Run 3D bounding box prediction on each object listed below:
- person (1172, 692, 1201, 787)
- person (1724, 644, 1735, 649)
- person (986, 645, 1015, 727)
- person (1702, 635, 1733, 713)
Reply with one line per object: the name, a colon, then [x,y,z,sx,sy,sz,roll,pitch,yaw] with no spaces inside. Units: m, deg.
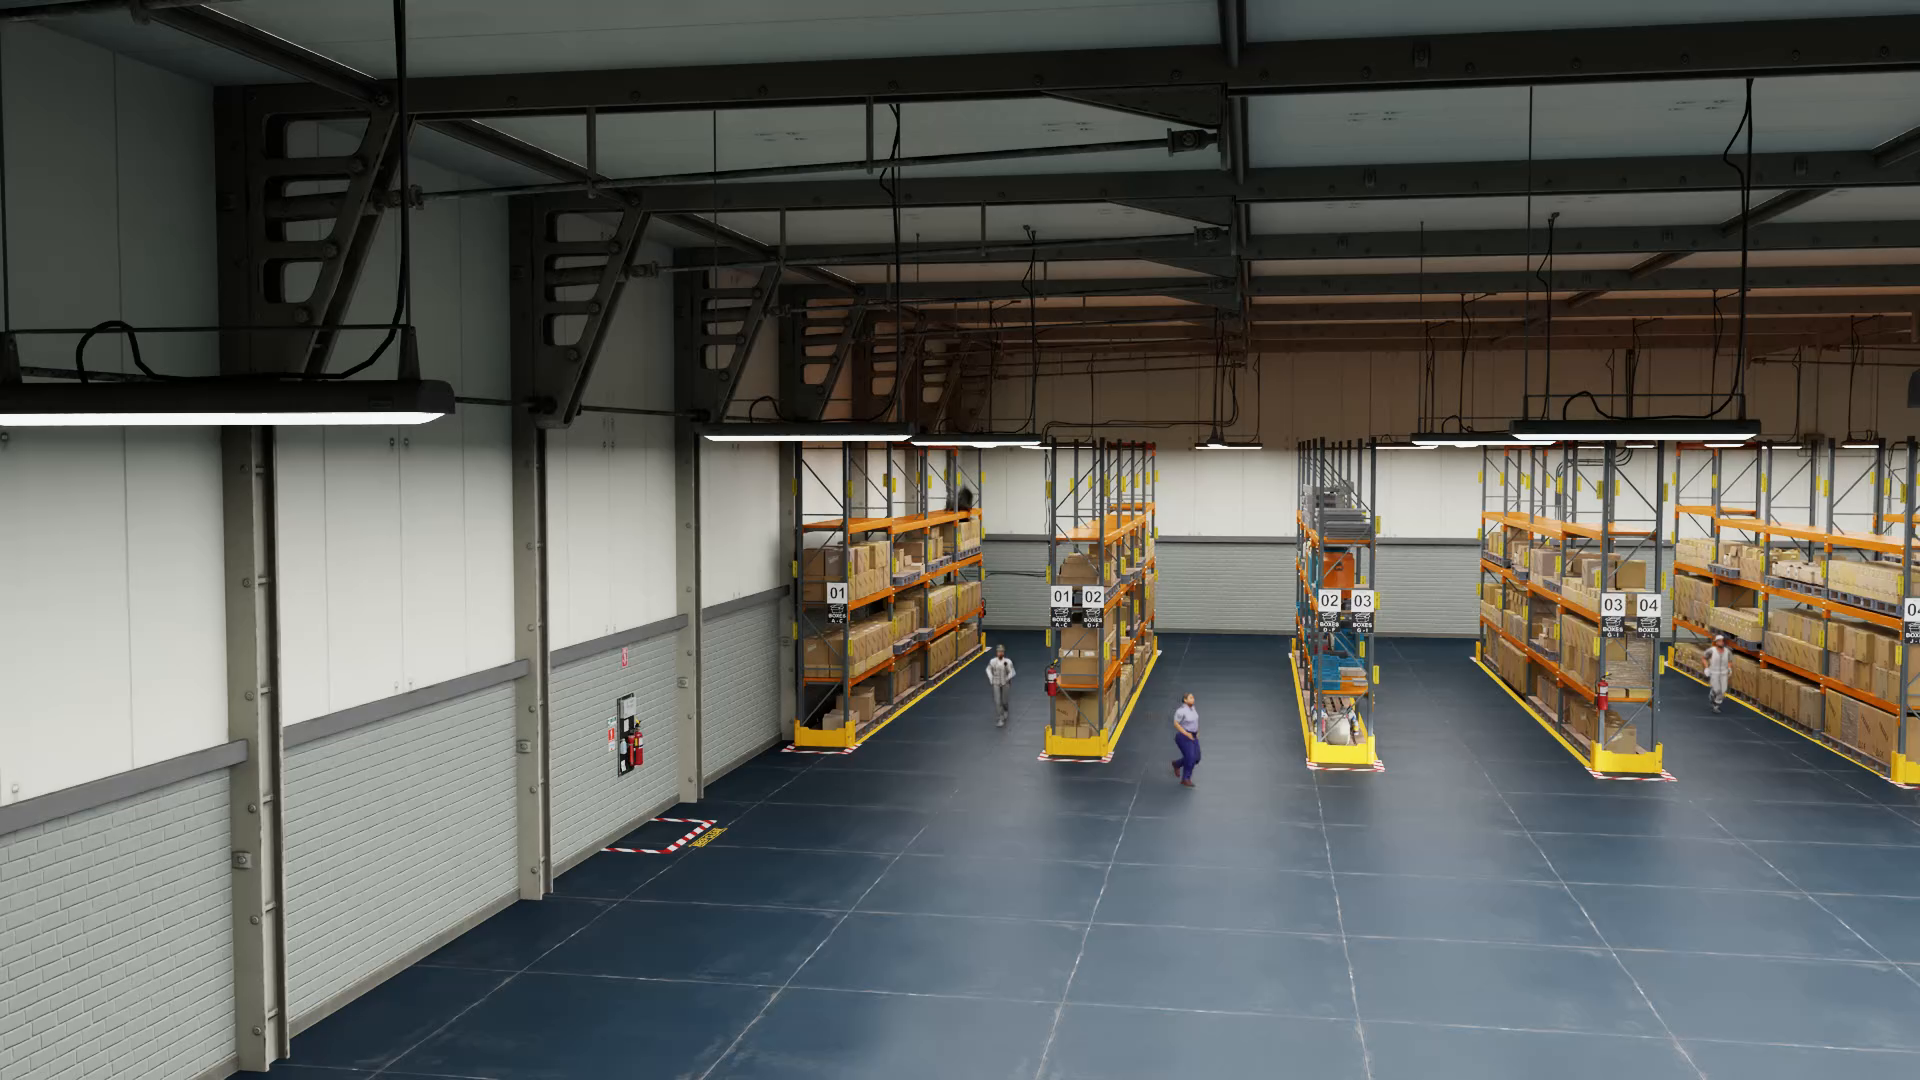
person: [3.876,3.424,28.646,0.559,1.608,0.641,2,4,38]
person: [20.804,2.485,45.008,0.722,1.700,0.605,-1,3,-26]
person: [0.849,3.034,34.893,0.627,1.677,0.745,0,3,5]
person: [16.600,2.938,36.369,0.608,1.719,0.590,0,3,7]
